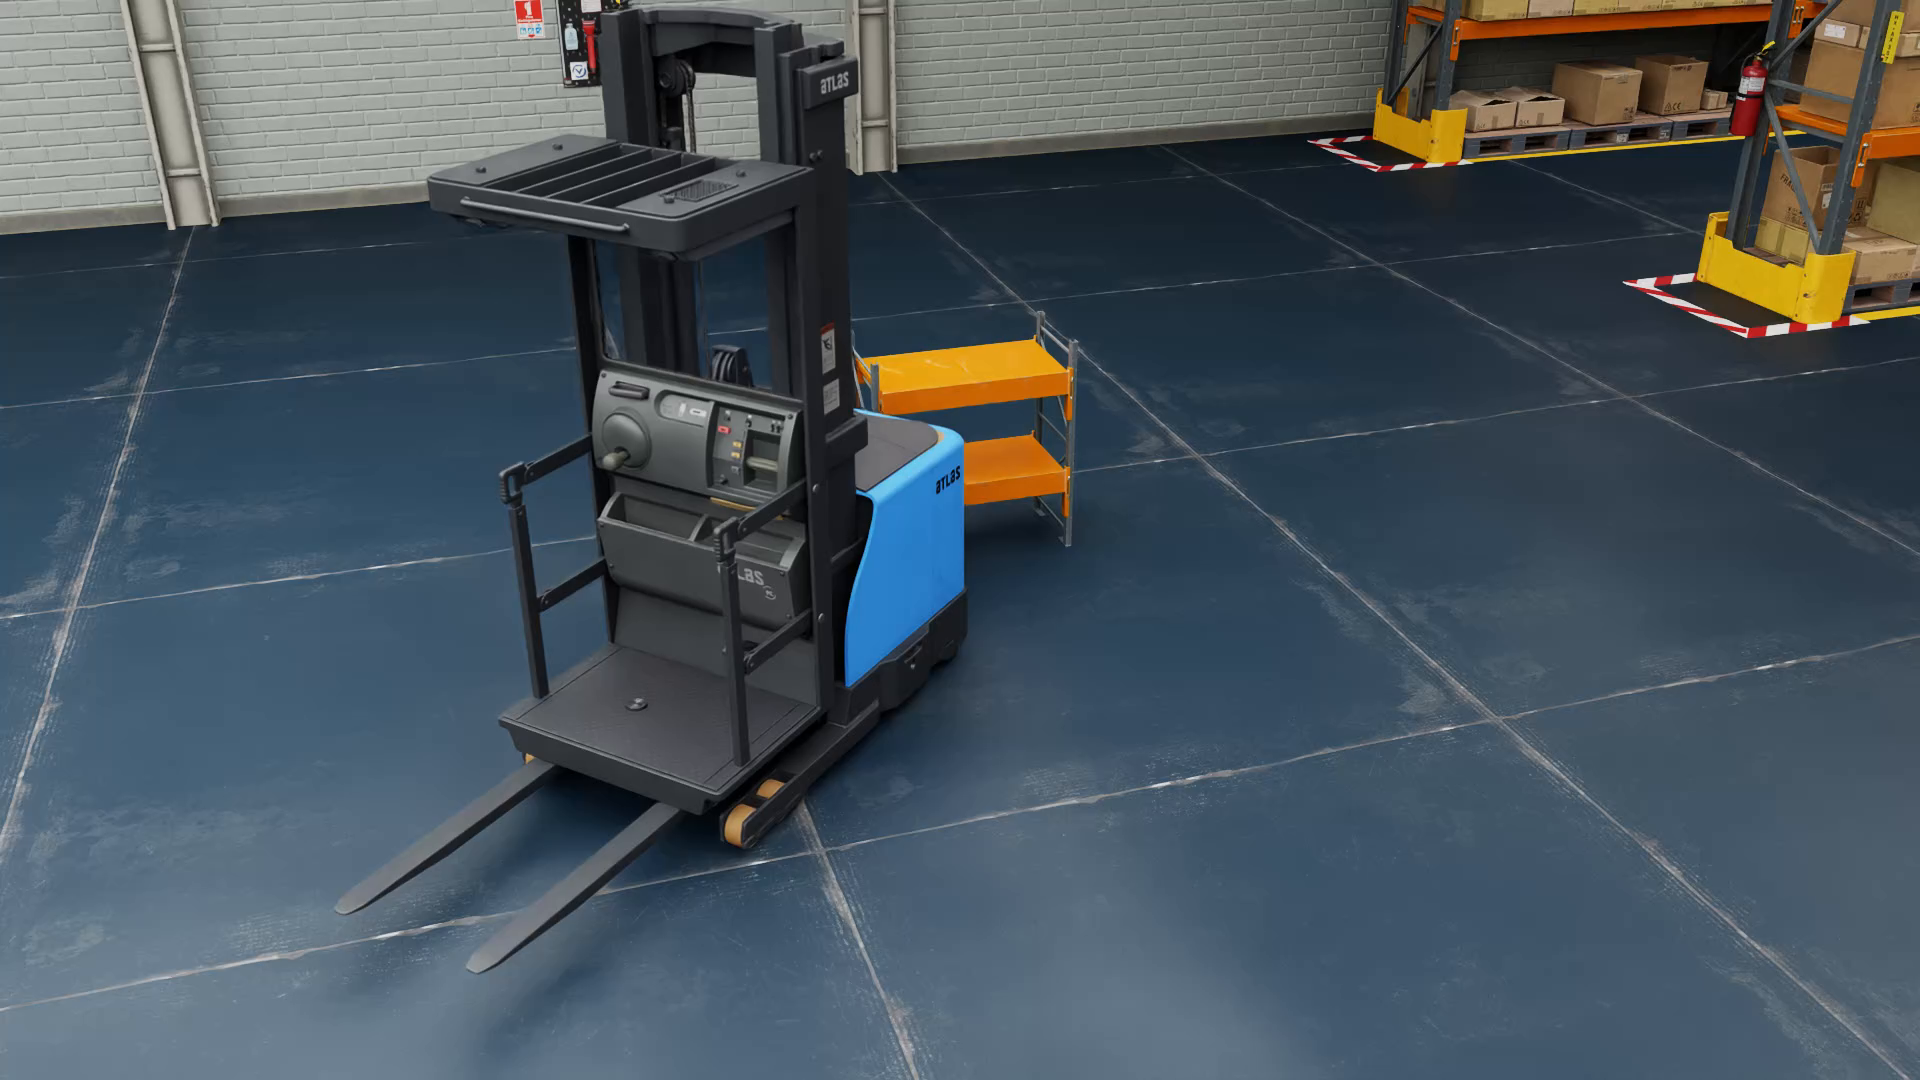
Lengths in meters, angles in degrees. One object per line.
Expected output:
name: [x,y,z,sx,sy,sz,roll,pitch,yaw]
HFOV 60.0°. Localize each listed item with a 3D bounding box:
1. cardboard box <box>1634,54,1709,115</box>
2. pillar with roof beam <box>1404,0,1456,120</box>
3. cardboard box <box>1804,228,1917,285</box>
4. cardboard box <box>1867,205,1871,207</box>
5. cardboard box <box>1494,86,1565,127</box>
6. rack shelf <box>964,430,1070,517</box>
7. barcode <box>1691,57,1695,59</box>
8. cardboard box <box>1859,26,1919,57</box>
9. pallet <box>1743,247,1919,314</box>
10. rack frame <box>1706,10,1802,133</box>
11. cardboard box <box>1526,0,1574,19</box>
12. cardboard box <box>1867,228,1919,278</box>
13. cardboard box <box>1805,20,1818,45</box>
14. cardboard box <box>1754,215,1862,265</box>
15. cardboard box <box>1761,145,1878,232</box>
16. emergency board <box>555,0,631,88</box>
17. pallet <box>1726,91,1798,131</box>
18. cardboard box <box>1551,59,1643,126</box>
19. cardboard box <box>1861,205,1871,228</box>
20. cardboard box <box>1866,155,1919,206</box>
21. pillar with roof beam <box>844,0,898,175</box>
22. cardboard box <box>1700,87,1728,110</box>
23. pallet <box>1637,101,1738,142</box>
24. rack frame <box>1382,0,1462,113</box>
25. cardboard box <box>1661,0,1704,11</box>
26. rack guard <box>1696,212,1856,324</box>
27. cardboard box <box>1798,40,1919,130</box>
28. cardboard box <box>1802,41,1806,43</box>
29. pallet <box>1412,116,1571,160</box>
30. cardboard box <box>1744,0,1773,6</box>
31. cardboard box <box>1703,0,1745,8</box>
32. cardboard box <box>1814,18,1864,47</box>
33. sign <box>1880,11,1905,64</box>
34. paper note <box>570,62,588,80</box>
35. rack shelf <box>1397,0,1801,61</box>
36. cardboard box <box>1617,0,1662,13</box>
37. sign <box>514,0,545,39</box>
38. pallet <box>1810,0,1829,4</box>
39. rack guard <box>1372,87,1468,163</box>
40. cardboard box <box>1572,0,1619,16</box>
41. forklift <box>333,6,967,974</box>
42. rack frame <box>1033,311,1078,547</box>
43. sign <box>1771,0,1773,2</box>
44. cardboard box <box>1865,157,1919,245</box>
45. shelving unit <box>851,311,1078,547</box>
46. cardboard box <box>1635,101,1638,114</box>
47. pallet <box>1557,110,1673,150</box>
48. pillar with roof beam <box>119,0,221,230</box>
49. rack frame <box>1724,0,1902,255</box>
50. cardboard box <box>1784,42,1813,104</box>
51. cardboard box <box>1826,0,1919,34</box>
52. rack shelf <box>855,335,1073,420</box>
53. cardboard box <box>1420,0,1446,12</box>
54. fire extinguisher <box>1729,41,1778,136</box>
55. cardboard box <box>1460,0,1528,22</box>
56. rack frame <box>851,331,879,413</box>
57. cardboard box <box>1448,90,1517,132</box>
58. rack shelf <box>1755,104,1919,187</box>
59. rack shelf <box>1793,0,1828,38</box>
cardboard box: [7.309,-4.709,17.178,0.500,0.500,0.500,-10,28,-20]
pillar with roof beam: [6.211,-6.569,11.863,0.400,9.000,9.100,-8,28,-16]
cardboard box: [6.597,-2.083,12.192,0.500,0.250,0.500,-8,28,-16]
cardboard box: [7.383,-2.445,12.922,0.500,0.250,0.500,-8,28,-16]
cardboard box: [5.708,-4.369,16.706,0.500,0.311,0.500,-6,27,-12]
rack shelf: [0.006,-0.286,8.610,1.000,0.278,0.538,-8,28,-16]
barcode: [7.696,-5.039,17.483,0.075,0.075,0.001,-8,28,-16]
cardboard box: [6.458,-3.445,11.474,0.250,0.149,0.380,-8,28,-16]
pallet: [6.732,-2.021,12.582,1.213,0.211,1.003,-8,28,-16]
rack frame: [8.284,-5.791,17.042,0.127,3.000,1.000,-8,28,-16]
cardboard box: [5.532,-5.193,15.982,0.500,0.250,0.500,-9,28,-18]
cardboard box: [7.071,-2.153,12.334,0.500,0.250,0.500,-8,28,-16]
cardboard box: [9.396,-5.375,17.677,0.500,0.250,0.500,-9,28,-17]
cardboard box: [6.437,-2.302,12.633,0.500,0.250,0.500,-8,28,-16]
cardboard box: [6.436,-2.639,12.468,0.500,0.500,0.500,-8,28,-16]
emergency board: [-3.188,-4.552,14.546,0.643,1.169,0.194,-8,28,-16]
pallet: [9.024,-4.650,17.879,1.213,0.211,1.003,-8,28,-16]
cardboard box: [6.421,-4.533,16.825,0.500,0.500,0.700,-10,28,-19]
cardboard box: [6.908,-2.376,12.782,0.500,0.250,0.500,-8,28,-16]
cardboard box: [7.382,-2.782,12.758,0.500,0.500,0.500,-8,28,-16]
pillar with roof beam: [0.506,-5.743,10.199,0.400,9.000,9.100,-8,28,-16]
cardboard box: [7.784,-4.633,17.400,0.250,0.166,0.380,-12,29,-23]
pallet: [7.656,-4.435,17.446,1.213,0.211,1.003,-8,28,-16]
rack frame: [4.481,-5.240,15.932,0.127,3.000,1.000,-8,28,-16]
cardboard box: [6.978,-5.399,16.397,0.500,0.250,0.500,-8,28,-16]
rack guard: [5.995,-2.024,12.264,0.348,0.500,1.175,-8,28,-16]
cardboard box: [6.466,-3.250,11.811,0.500,0.500,0.700,-8,28,-16]
cardboard box: [9.454,-5.069,17.904,0.500,0.500,0.700,-9,28,-17]
pallet: [5.336,-4.099,16.769,1.213,0.211,1.003,-8,28,-16]
cardboard box: [7.927,-5.540,16.681,0.500,0.250,0.500,-8,28,-16]
cardboard box: [7.451,-5.474,16.550,0.500,0.250,0.500,-8,28,-16]
cardboard box: [6.322,-3.615,11.816,0.250,0.149,0.380,-9,28,-17]
sign: [6.184,-3.334,11.030,0.005,0.325,0.100,-8,28,-16]
paper note: [-3.378,-4.162,14.752,0.142,0.148,0.016,-8,28,-16]
rack shelf: [6.382,-5.194,16.647,4.000,0.370,1.077,-8,28,-16]
cardboard box: [6.500,-5.329,16.257,0.500,0.250,0.500,-8,28,-16]
sign: [-3.746,-4.536,14.473,0.234,0.329,0.001,-8,28,-16]
pallet: [9.056,-5.749,17.173,1.213,0.211,1.003,-8,28,-16]
rack guard: [4.553,-4.131,16.509,0.348,0.500,1.175,-8,28,-16]
cardboard box: [6.018,-5.260,16.119,0.500,0.250,0.500,-9,28,-17]
forklift: [-1.123,-0.363,6.184,1.130,2.935,3.031,14,30,26]
rack frame: [0.490,-0.575,8.643,0.032,1.125,0.500,-8,28,-16]
sign: [5.863,-4.002,11.870,0.005,0.325,0.100,-8,28,-16]
cardboard box: [7.072,-2.488,12.165,0.500,0.500,0.500,-8,28,-16]
shelving unit: [0.006,-0.505,8.502,1.048,1.125,0.538,-8,28,-16]
cardboard box: [6.757,-4.500,17.151,0.250,0.149,0.380,-11,28,-20]
pallet: [6.494,-4.265,17.104,1.213,0.211,1.003,-8,28,-16]
pillar with roof beam: [-5.199,-4.917,8.534,0.400,9.000,9.100,-8,28,-16]
rack frame: [6.018,-3.146,11.715,0.127,3.000,1.000,-8,28,-16]
cardboard box: [8.979,-4.977,17.718,0.500,0.500,0.700,-7,27,-14]
cardboard box: [6.516,-3.838,11.537,0.500,0.500,0.700,-8,28,-16]
rack shelf: [0.006,-0.767,8.372,1.000,0.278,0.538,-8,28,-16]
cardboard box: [4.865,-5.329,16.256,0.500,0.250,0.500,-8,27,-15]
fire extinguisher: [5.762,-3.292,12.095,0.183,0.674,0.296,-8,28,-16]
cardboard box: [5.043,-5.115,15.826,0.500,0.250,0.500,-9,28,-18]
rack frame: [-0.477,-0.435,8.361,0.032,1.125,0.500,-8,28,-16]
cardboard box: [5.166,-4.290,16.548,0.500,0.311,0.500,-12,29,-22]
rack shelf: [7.920,-3.100,12.429,4.000,0.370,1.077,-8,28,-16]
rack shelf: [10.186,-5.744,17.757,4.000,0.370,1.077,-8,28,-16]
